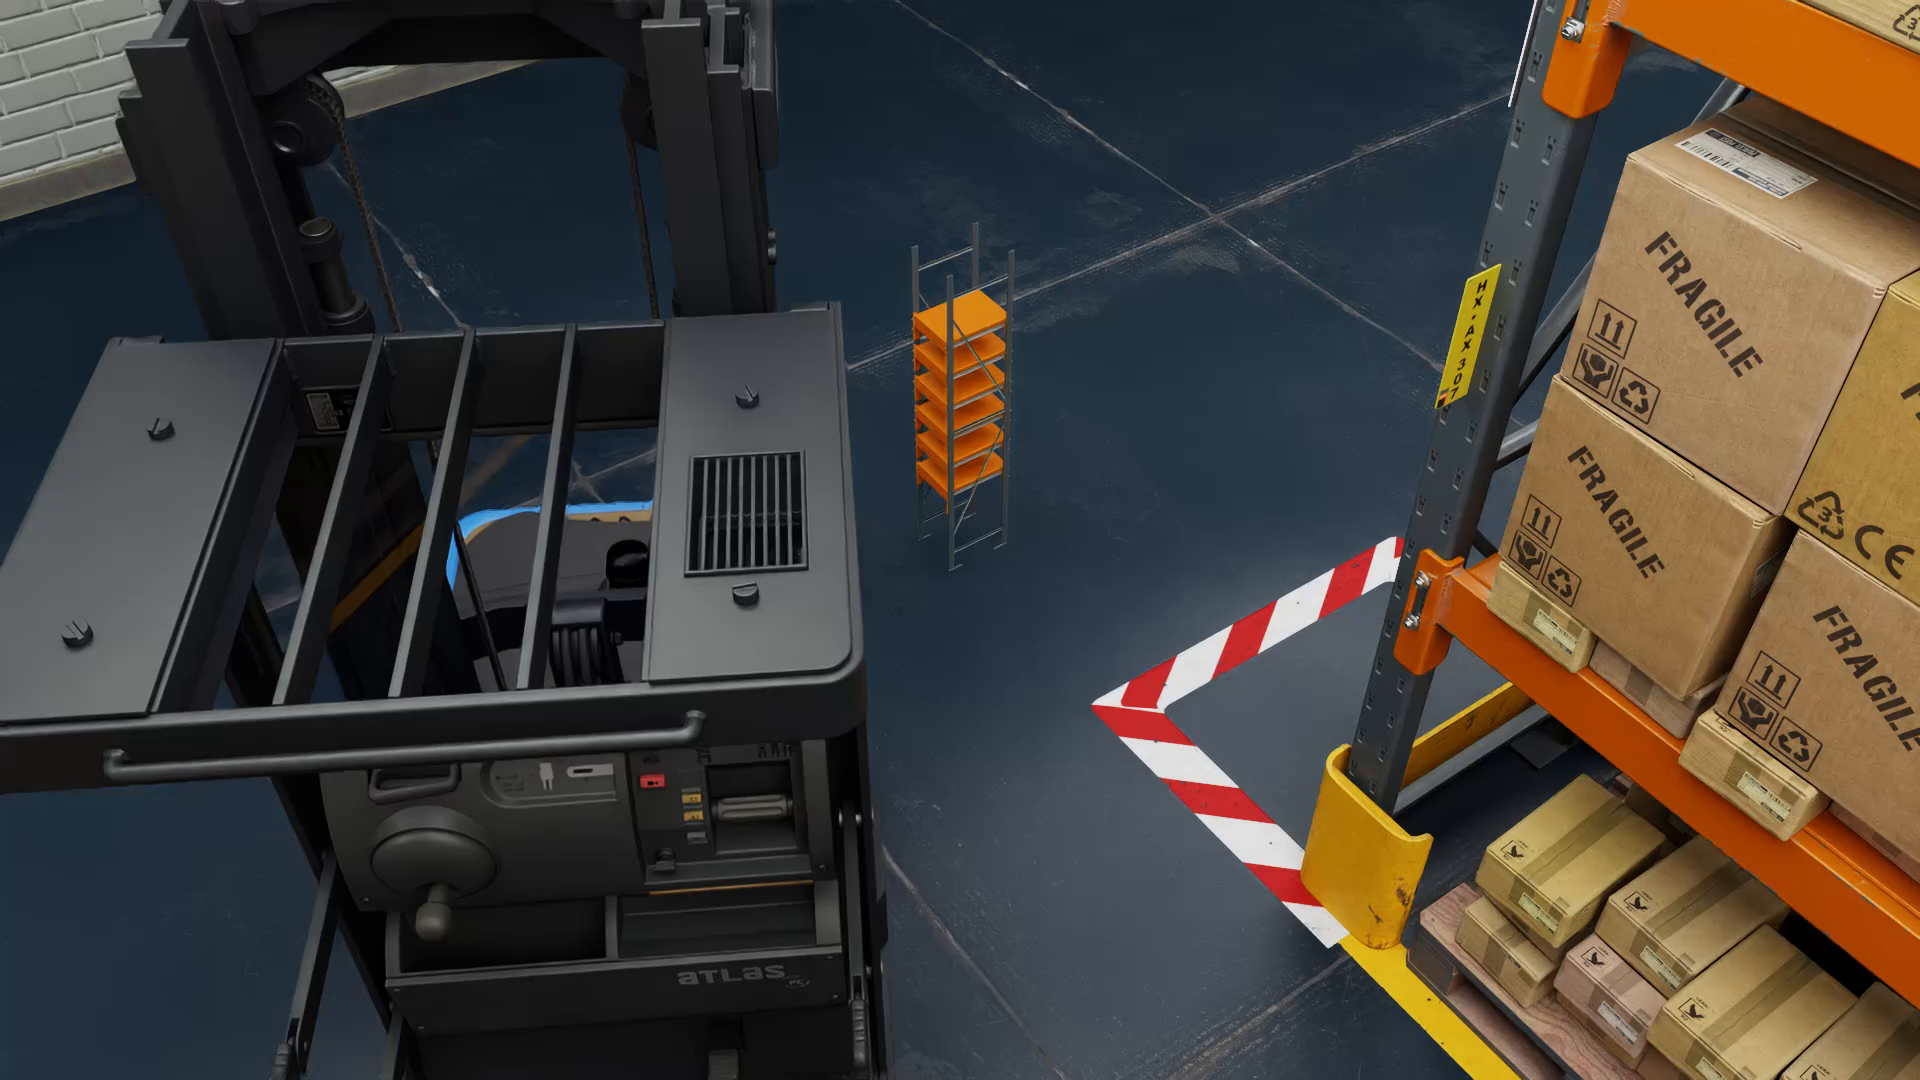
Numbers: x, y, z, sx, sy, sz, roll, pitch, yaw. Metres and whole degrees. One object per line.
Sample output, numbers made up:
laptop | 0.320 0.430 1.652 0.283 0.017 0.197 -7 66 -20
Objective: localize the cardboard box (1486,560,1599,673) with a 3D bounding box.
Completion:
cardboard box | 1.394 0.093 3.663 0.380 0.149 0.250 -26 49 -25

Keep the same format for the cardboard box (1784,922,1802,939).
cardboard box | 2.180 0.889 4.407 0.380 0.149 0.250 -24 49 -23

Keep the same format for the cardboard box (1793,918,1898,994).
cardboard box | 2.313 0.940 4.138 0.380 0.149 0.250 -28 50 -26

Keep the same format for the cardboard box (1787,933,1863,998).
cardboard box | 2.261 1.073 4.214 0.380 0.149 0.250 -26 49 -25

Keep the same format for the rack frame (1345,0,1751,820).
rack frame | 1.478 -0.311 3.904 1.000 3.000 0.127 -26 49 -24

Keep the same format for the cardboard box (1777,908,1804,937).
cardboard box | 2.119 0.816 4.268 0.380 0.149 0.250 -27 50 -25

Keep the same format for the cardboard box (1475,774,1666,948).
cardboard box | 1.499 0.784 4.086 0.380 0.149 0.250 -28 50 -26

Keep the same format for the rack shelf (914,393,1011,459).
rack shelf | 0.008 -0.394 5.358 0.258 0.103 0.180 -26 49 -24

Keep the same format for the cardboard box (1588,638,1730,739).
cardboard box | 1.574 0.220 3.529 0.380 0.149 0.250 -24 49 -23

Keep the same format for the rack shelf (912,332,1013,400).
rack shelf | 0.008 -0.567 5.192 0.258 0.103 0.180 -26 49 -24

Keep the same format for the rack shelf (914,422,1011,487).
rack shelf | 0.008 -0.307 5.441 0.258 0.103 0.180 -26 49 -24

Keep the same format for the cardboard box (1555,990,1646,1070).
cardboard box | 1.732 1.107 4.178 0.380 0.149 0.250 -26 49 -25

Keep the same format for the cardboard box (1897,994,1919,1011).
cardboard box | 2.382 1.133 3.936 0.380 0.149 0.250 -26 50 -25

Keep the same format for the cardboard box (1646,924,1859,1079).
cardboard box | 1.794 1.086 3.770 0.380 0.149 0.250 -26 49 -25

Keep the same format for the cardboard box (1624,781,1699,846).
cardboard box | 2.014 0.647 4.445 0.380 0.149 0.250 -27 50 -25

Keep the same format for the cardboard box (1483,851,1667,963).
cardboard box | 1.567 0.859 4.223 0.380 0.149 0.250 -24 49 -23

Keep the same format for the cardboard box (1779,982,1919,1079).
cardboard box | 2.004 1.193 3.657 0.380 0.149 0.250 -28 50 -26

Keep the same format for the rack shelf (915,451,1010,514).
rack shelf | 0.008 -0.220 5.524 0.258 0.103 0.180 -26 49 -24

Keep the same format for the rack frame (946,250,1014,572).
rack frame | 0.061 -0.374 5.273 0.240 1.200 0.006 -26 49 -24

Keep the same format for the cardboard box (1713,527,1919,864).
cardboard box | 1.835 0.201 3.079 0.500 0.500 0.500 -26 49 -24

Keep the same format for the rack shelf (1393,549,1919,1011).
rack shelf | 2.622 1.082 2.966 1.077 0.370 4.000 -26 49 -24

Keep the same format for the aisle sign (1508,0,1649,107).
aisle sign | 1.190 -1.174 2.925 0.394 0.787 0.004 -26 49 -24

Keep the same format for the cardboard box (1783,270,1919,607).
cardboard box | 1.811 -0.174 2.748 0.500 0.500 0.500 -24 49 -23

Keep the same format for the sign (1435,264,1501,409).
sign | 1.033 -0.410 3.380 0.100 0.325 0.005 -26 49 -24

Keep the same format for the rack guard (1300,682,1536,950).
rack guard | 1.521 0.636 4.722 1.175 0.500 0.348 -26 49 -24

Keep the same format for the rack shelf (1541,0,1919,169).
rack shelf | 2.622 -0.003 1.930 1.077 0.370 4.000 -26 49 -24

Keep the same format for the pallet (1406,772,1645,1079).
pallet | 1.957 1.215 4.325 1.003 0.211 1.213 -26 49 -24

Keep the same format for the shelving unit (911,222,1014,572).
shelving unit | 0.008 -0.426 5.327 0.258 1.200 0.189 -26 49 -24

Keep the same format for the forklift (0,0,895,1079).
forklift | -0.692 0.622 2.976 1.130 2.935 3.031 -3 44 -4

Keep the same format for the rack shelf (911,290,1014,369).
rack shelf | 0.008 -0.654 5.109 0.258 0.103 0.180 -26 49 -24

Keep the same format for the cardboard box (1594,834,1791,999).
cardboard box | 1.755 0.892 3.973 0.380 0.149 0.250 -25 49 -24

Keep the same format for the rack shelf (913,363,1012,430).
rack shelf | 0.008 -0.480 5.275 0.258 0.103 0.180 -26 49 -24

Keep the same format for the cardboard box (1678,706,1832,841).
cardboard box | 1.684 0.394 3.347 0.380 0.149 0.250 -27 50 -26

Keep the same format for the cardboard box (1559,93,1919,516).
cardboard box | 1.517 -0.458 3.045 0.500 0.500 0.500 -26 49 -25

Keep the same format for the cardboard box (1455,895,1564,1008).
cardboard box | 1.515 0.991 4.300 0.380 0.149 0.250 -25 49 -24

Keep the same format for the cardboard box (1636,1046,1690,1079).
cardboard box | 1.880 1.245 4.034 0.380 0.149 0.250 -25 49 -24

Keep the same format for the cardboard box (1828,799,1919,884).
cardboard box | 1.945 0.487 3.250 0.380 0.149 0.250 -23 48 -23

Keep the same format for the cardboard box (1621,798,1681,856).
cardboard box | 1.950 0.784 4.517 0.380 0.149 0.250 -25 49 -24

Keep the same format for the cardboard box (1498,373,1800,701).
cardboard box | 1.508 -0.092 3.386 0.500 0.500 0.500 -23 48 -23

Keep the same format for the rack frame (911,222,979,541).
rack frame | -0.044 -0.478 5.381 0.240 1.200 0.006 -26 49 -24

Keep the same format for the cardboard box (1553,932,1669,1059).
cardboard box | 1.677 1.036 4.038 0.380 0.149 0.250 -26 49 -25
